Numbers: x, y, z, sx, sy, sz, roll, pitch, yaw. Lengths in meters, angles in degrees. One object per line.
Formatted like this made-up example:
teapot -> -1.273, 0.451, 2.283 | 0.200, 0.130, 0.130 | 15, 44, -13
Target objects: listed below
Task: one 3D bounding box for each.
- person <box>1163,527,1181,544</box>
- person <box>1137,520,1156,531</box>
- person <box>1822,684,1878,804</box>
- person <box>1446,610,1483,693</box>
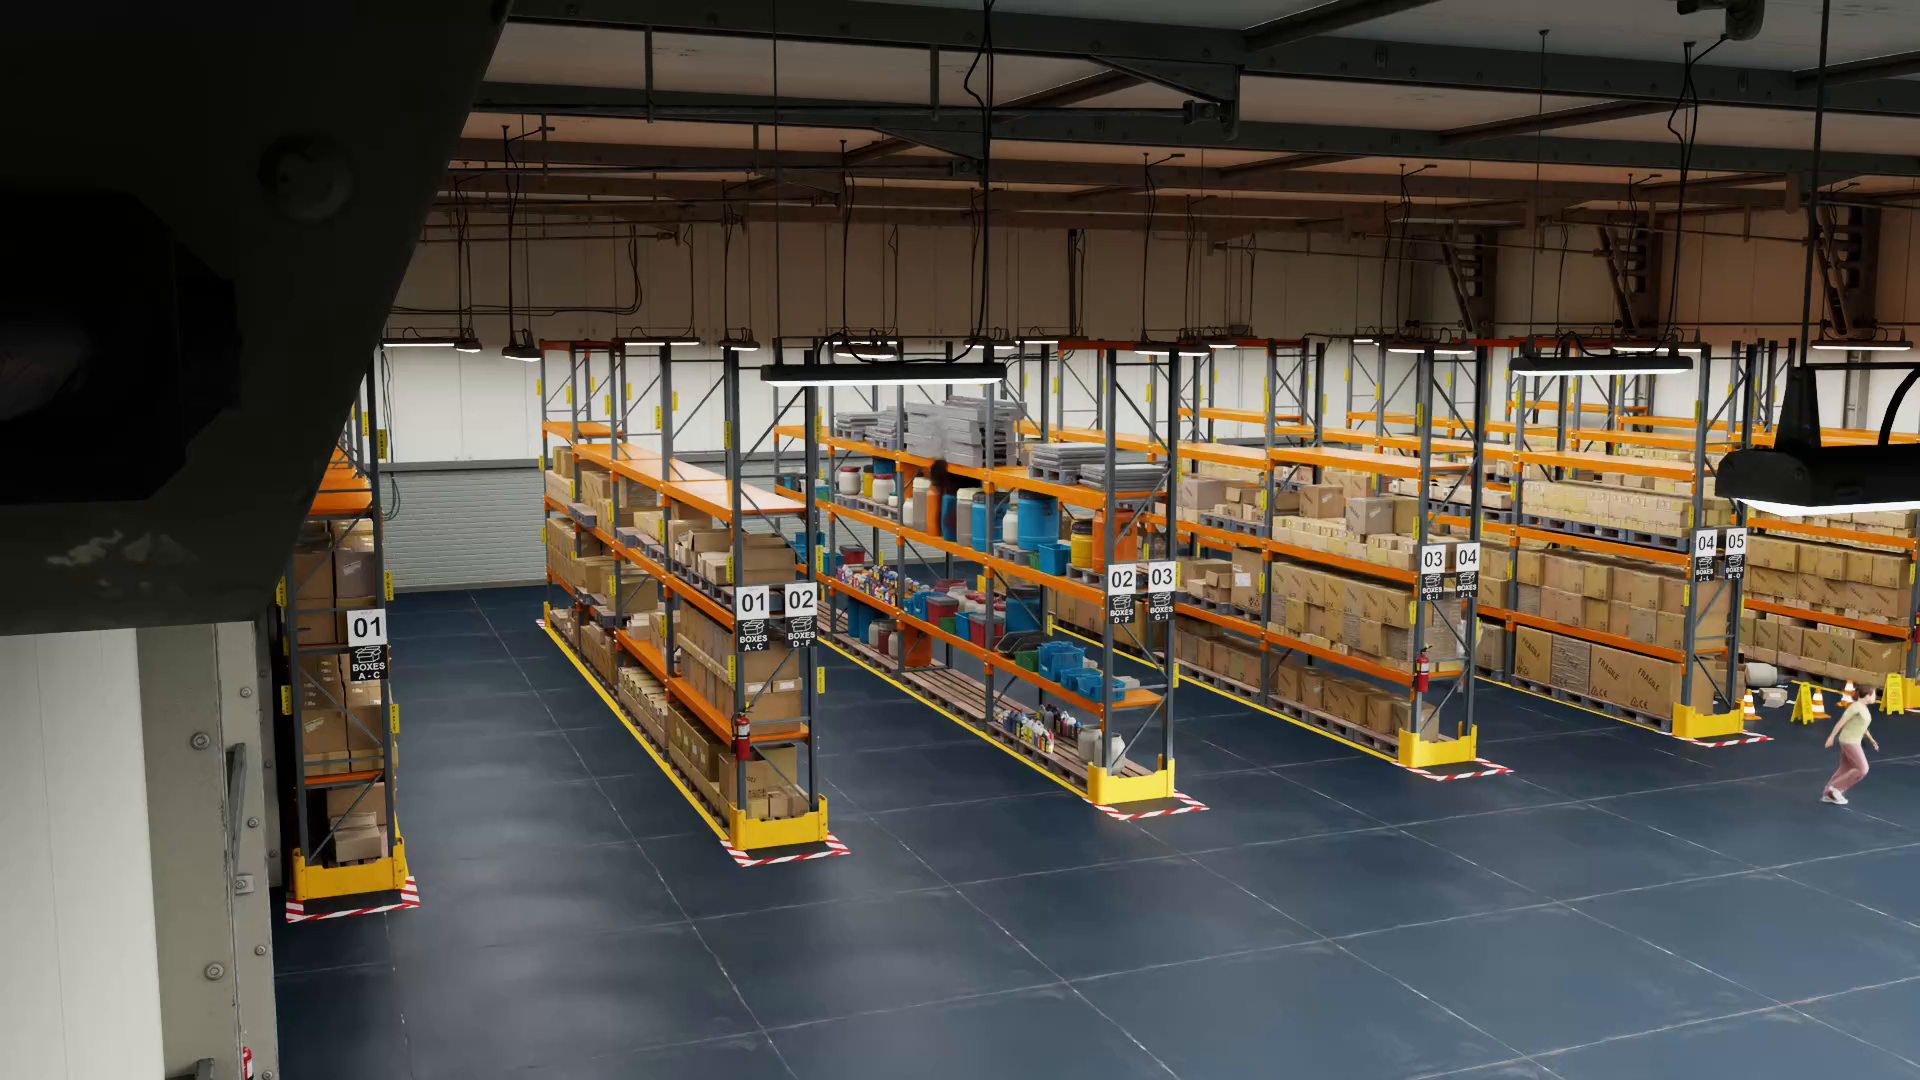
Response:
person -> 5.306, 0.088, 41.543 | 0.846, 1.726, 0.780 | -2, 8, -16
person -> 4.576, 0.172, 41.024 | 0.739, 1.690, 0.667 | 6, 10, 41
person -> 11.747, 2.690, 21.912 | 0.588, 1.616, 0.569 | 5, 9, 35
person -> 8.670, 1.879, 28.656 | 0.631, 1.496, 0.872 | -1, 8, -10
